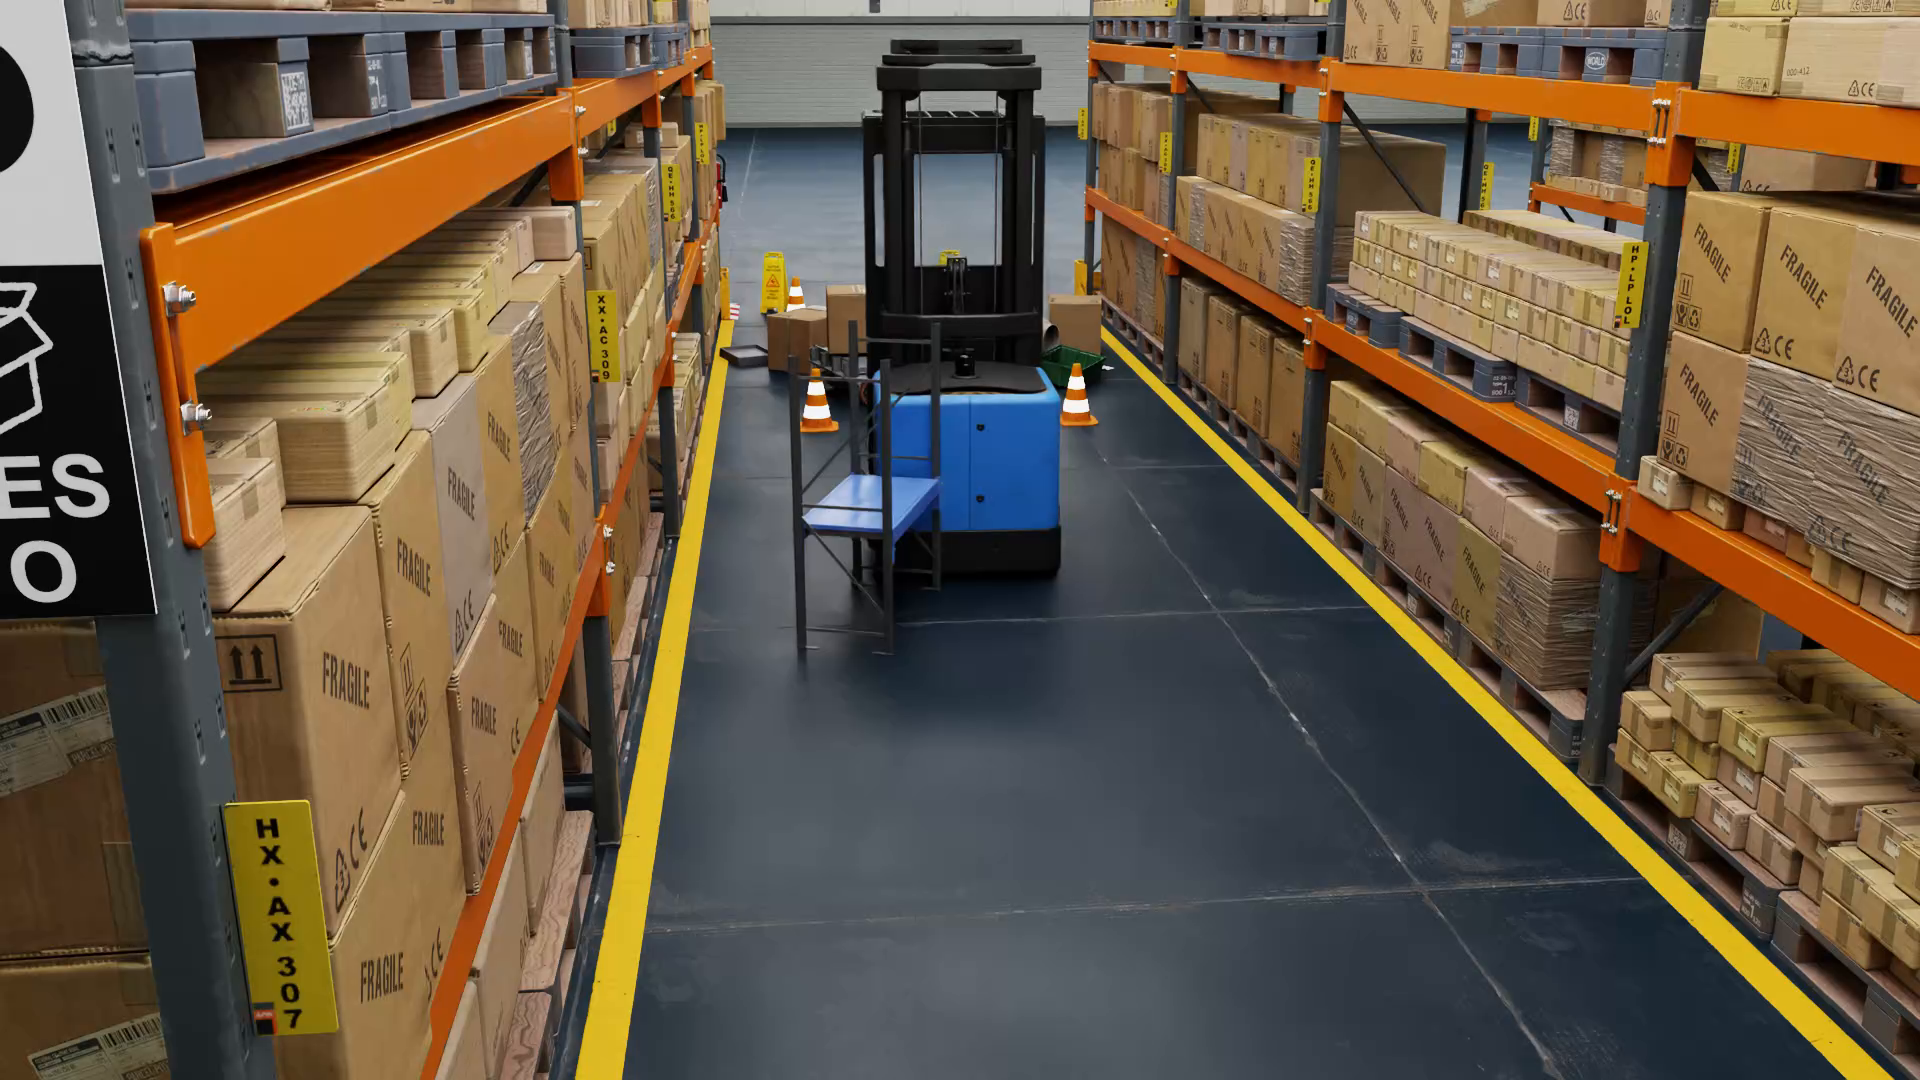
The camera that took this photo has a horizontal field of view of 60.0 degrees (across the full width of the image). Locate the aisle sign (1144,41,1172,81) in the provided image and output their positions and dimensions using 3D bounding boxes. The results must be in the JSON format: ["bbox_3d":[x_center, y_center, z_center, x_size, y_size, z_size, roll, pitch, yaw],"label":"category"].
[{"bbox_3d":[2.155,-5.279,17.644,0.394,0.787,0.004,-2,18,-6],"label":"aisle sign"}]

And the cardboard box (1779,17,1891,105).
[{"bbox_3d":[2.948,-1.498,5.182,0.500,0.250,0.500,-2,18,-6],"label":"cardboard box"}]

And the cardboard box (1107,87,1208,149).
[{"bbox_3d":[1.935,-4.151,16.339,0.875,0.550,0.550,-2,18,-6],"label":"cardboard box"}]

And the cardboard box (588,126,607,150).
[{"bbox_3d":[-2.725,-2.862,11.837,0.380,0.149,0.250,-1,17,-3],"label":"cardboard box"}]

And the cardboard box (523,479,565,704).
[{"bbox_3d":[-1.384,0.135,4.573,0.500,0.500,0.500,-2,18,-6],"label":"cardboard box"}]

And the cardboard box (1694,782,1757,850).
[{"bbox_3d":[2.924,0.997,6.053,0.380,0.149,0.250,-2,18,-6],"label":"cardboard box"}]

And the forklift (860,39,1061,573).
[{"bbox_3d":[-0.055,-1.604,10.393,1.130,2.935,3.031,-1,17,-4],"label":"forklift"}]

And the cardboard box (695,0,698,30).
[{"bbox_3d":[-2.472,-4.428,14.020,0.500,0.250,0.500,-2,18,-6],"label":"cardboard box"}]

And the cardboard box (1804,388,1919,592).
[{"bbox_3d":[2.976,-0.169,5.044,0.500,0.500,0.500,-2,18,-7],"label":"cardboard box"}]

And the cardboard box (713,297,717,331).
[{"bbox_3d":[-2.593,-2.171,15.974,0.500,0.250,0.500,-2,18,-8],"label":"cardboard box"}]

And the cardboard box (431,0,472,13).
[{"bbox_3d":[-1.640,-1.578,4.147,0.797,0.503,0.637,0,17,-1],"label":"cardboard box"}]

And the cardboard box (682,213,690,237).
[{"bbox_3d":[-2.207,-2.339,12.337,0.380,0.149,0.250,-2,18,-5],"label":"cardboard box"}]

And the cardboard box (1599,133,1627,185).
[{"bbox_3d":[7.017,-3.861,16.804,0.875,0.500,0.500,-2,18,-6],"label":"cardboard box"}]

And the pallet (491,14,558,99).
[{"bbox_3d":[-1.738,-1.395,4.753,1.003,0.211,1.213,-2,18,-6],"label":"pallet"}]

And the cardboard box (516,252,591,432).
[{"bbox_3d":[-1.488,-0.643,5.381,0.500,0.500,0.500,-2,18,-6],"label":"cardboard box"}]

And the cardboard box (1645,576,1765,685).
[{"bbox_3d":[3.289,0.331,7.588,0.500,0.500,0.500,-1,17,-3],"label":"cardboard box"}]

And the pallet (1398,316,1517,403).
[{"bbox_3d":[2.934,-0.945,8.499,1.003,0.211,1.213,-2,18,-6],"label":"pallet"}]

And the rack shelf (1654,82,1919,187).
[{"bbox_3d":[3.308,-0.925,4.310,1.077,0.370,4.000,-2,18,-6],"label":"rack shelf"}]

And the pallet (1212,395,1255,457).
[{"bbox_3d":[2.560,-0.894,12.674,1.003,0.211,1.213,-2,18,-6],"label":"pallet"}]

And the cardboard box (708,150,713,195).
[{"bbox_3d":[-2.624,-3.563,15.856,0.500,0.500,0.500,-2,18,-6],"label":"cardboard box"}]

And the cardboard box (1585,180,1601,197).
[{"bbox_3d":[6.683,-3.621,17.122,0.380,0.149,0.250,-2,18,-6],"label":"cardboard box"}]

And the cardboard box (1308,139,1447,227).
[{"bbox_3d":[2.653,-2.284,10.607,0.700,0.500,0.500,-2,18,-6],"label":"cardboard box"}]

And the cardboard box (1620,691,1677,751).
[{"bbox_3d":[2.821,0.703,6.493,0.380,0.149,0.250,-1,17,-3],"label":"cardboard box"}]

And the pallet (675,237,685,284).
[{"bbox_3d":[-2.469,-1.939,11.665,1.003,0.211,1.213,-2,18,-6],"label":"pallet"}]

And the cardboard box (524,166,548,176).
[{"bbox_3d":[-2.356,-1.665,8.635,0.500,0.500,0.500,-2,18,-5],"label":"cardboard box"}]

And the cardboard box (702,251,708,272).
[{"bbox_3d":[-2.382,-2.413,14.409,0.380,0.149,0.250,-2,17,-5],"label":"cardboard box"}]

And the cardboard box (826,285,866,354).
[{"bbox_3d":[-0.869,-1.866,14.023,0.500,0.500,0.500,-2,18,-6],"label":"cardboard box"}]

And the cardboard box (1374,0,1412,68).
[{"bbox_3d":[2.542,-2.777,8.839,0.500,0.500,0.500,-2,18,-6],"label":"cardboard box"}]

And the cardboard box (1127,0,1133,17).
[{"bbox_3d":[1.763,-4.929,15.414,0.380,0.149,0.250,-2,18,-6],"label":"cardboard box"}]

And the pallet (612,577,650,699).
[{"bbox_3d":[-2.095,0.488,8.269,1.003,0.211,1.213,-2,18,-6],"label":"pallet"}]

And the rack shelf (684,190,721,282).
[{"bbox_3d":[-2.843,-2.886,15.564,1.077,0.370,4.000,-2,18,-6],"label":"rack shelf"}]

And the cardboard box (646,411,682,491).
[{"bbox_3d":[-2.272,-0.557,10.630,0.950,0.372,0.625,-3,18,-9],"label":"cardboard box"}]

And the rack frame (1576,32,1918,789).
[{"bbox_3d":[3.102,-0.433,6.549,1.000,3.000,0.127,-2,18,-6],"label":"rack frame"}]

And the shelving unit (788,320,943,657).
[{"bbox_3d":[-0.465,-0.302,8.634,0.538,1.500,1.048,4,18,12],"label":"shelving unit"}]

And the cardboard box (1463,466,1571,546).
[{"bbox_3d":[2.734,-0.166,7.919,0.500,0.250,0.500,-1,17,-3],"label":"cardboard box"}]

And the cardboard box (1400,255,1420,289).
[{"bbox_3d":[2.626,-1.462,9.047,0.380,0.149,0.250,-2,18,-5],"label":"cardboard box"}]

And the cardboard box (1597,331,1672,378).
[{"bbox_3d":[2.864,-0.768,6.837,0.380,0.149,0.250,-1,17,-4],"label":"cardboard box"}]

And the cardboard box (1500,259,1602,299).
[{"bbox_3d":[2.764,-1.220,7.780,0.380,0.149,0.250,-2,18,-7],"label":"cardboard box"}]

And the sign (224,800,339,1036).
[{"bbox_3d":[-0.846,0.475,2.078,0.100,0.325,0.005,-2,18,-6],"label":"sign"}]

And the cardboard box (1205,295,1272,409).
[{"bbox_3d":[2.526,-1.474,12.919,1.050,0.750,0.750,-2,18,-6],"label":"cardboard box"}]

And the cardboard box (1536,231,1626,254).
[{"bbox_3d":[3.297,-1.553,8.841,0.380,0.149,0.250,-2,18,-6],"label":"cardboard box"}]

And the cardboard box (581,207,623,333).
[{"bbox_3d":[-1.651,-1.066,6.727,0.500,0.500,0.500,-2,18,-6],"label":"cardboard box"}]

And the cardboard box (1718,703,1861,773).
[{"bbox_3d":[2.976,0.710,5.974,0.380,0.149,0.250,-2,18,-6],"label":"cardboard box"}]

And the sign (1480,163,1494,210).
[{"bbox_3d":[3.228,-2.159,10.246,0.100,0.325,0.005,-2,18,-6],"label":"sign"}]

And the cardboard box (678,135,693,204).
[{"bbox_3d":[-2.361,-2.893,13.020,0.500,0.500,0.500,-2,18,-7],"label":"cardboard box"}]

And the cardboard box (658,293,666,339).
[{"bbox_3d":[-1.914,-1.228,9.330,0.500,0.250,0.500,-2,18,-8],"label":"cardboard box"}]

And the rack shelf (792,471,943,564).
[{"bbox_3d":[-0.465,-0.130,8.688,0.538,0.185,1.000,4,18,12],"label":"rack shelf"}]

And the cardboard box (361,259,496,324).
[{"bbox_3d":[-1.394,-0.620,4.224,0.380,0.149,0.250,-2,18,-7],"label":"cardboard box"}]

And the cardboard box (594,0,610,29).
[{"bbox_3d":[-1.614,-2.201,6.304,0.500,0.500,0.500,-2,18,-7],"label":"cardboard box"}]

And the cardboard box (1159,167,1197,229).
[{"bbox_3d":[2.227,-2.998,14.468,0.875,0.550,0.550,-2,18,-6],"label":"cardboard box"}]

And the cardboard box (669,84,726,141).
[{"bbox_3d":[-2.580,-4.047,15.727,0.700,0.500,0.500,-2,18,-6],"label":"cardboard box"}]

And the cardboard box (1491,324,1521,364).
[{"bbox_3d":[2.753,-0.935,7.866,0.380,0.149,0.250,-3,18,-8],"label":"cardboard box"}]

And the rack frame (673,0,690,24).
[{"bbox_3d":[-2.637,-5.496,12.659,1.000,3.000,0.127,-2,18,-6],"label":"rack frame"}]
